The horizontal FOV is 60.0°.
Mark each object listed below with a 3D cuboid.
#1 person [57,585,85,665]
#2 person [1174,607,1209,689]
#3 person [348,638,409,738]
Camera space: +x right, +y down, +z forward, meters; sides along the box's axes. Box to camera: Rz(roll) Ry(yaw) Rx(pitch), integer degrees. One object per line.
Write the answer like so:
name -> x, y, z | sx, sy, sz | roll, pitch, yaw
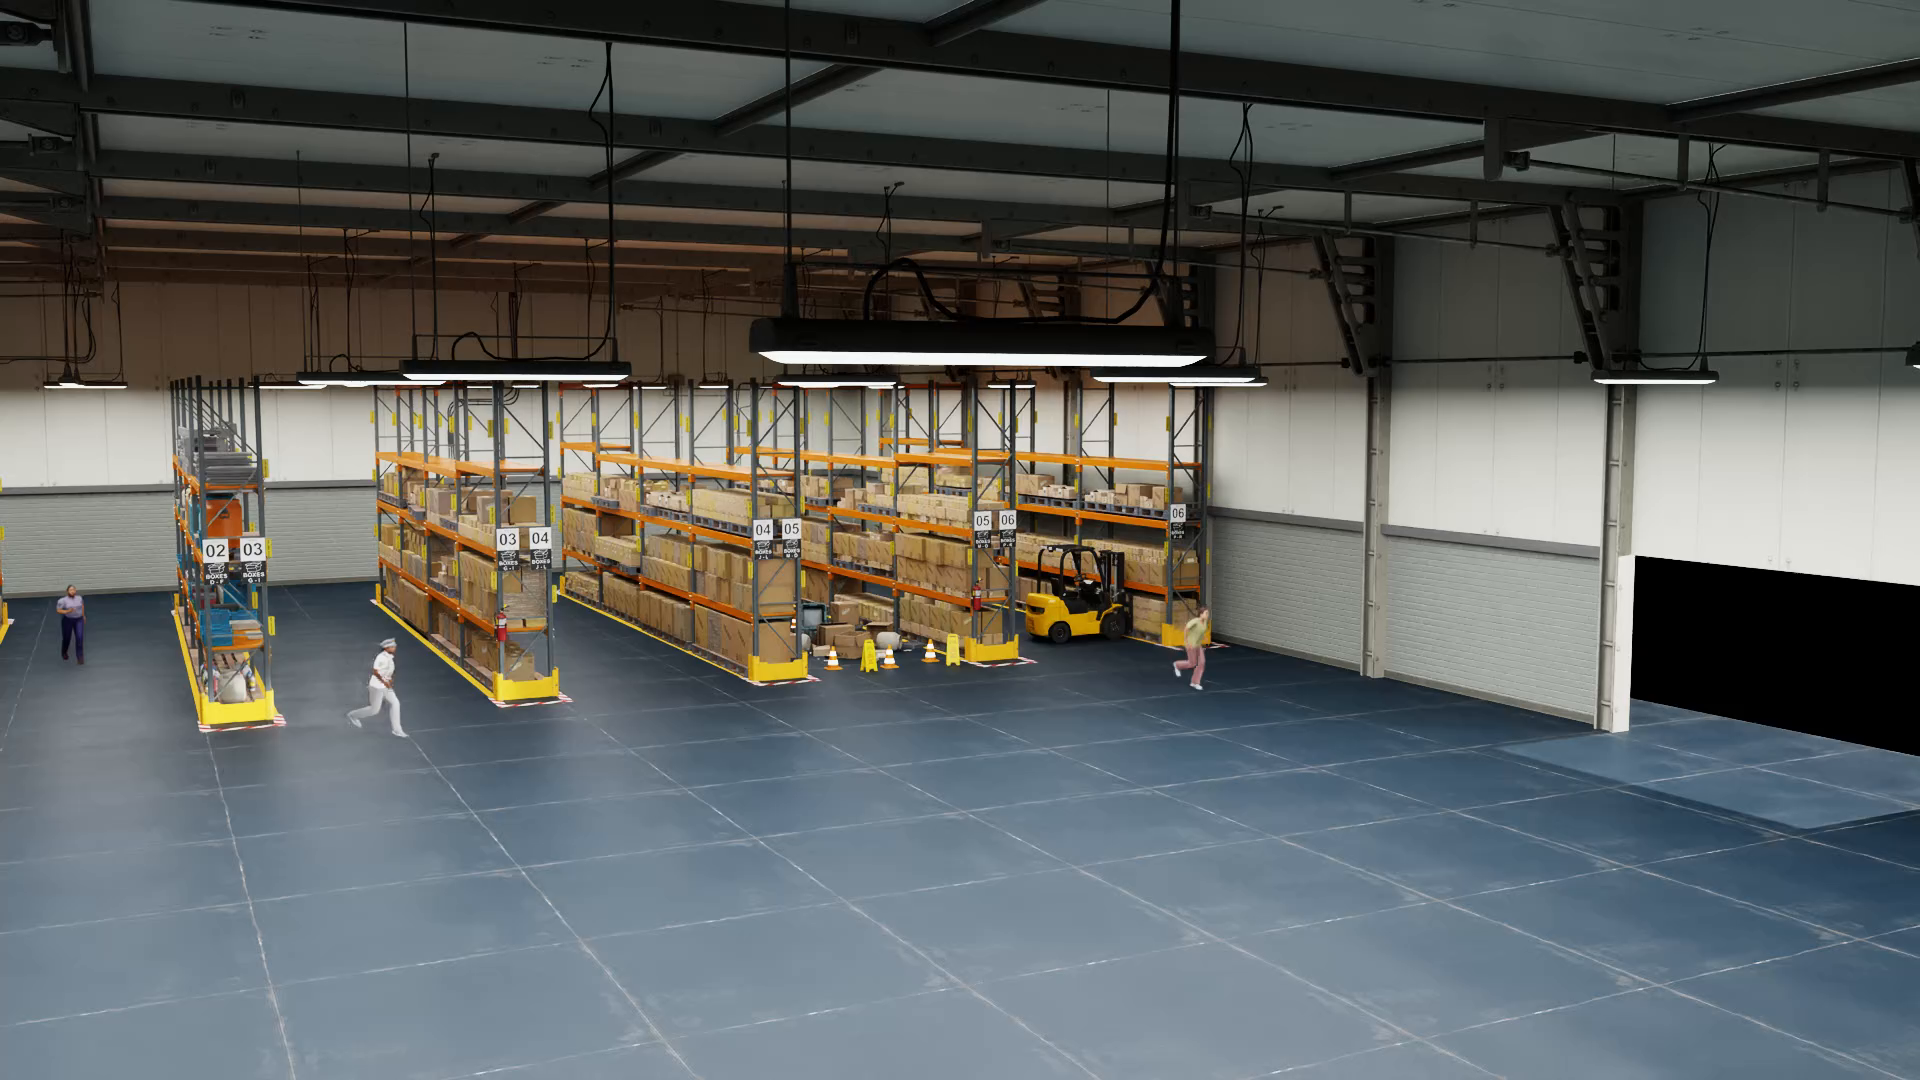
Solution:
person -> -18.728, 1.769, 35.058 | 0.598, 1.639, 0.933 | -5, 7, -43
person -> 4.504, 2.075, 32.338 | 0.819, 1.614, 0.579 | 5, 7, 42
person -> -9.668, 2.462, 27.620 | 1.005, 1.683, 0.574 | 0, 5, 4
